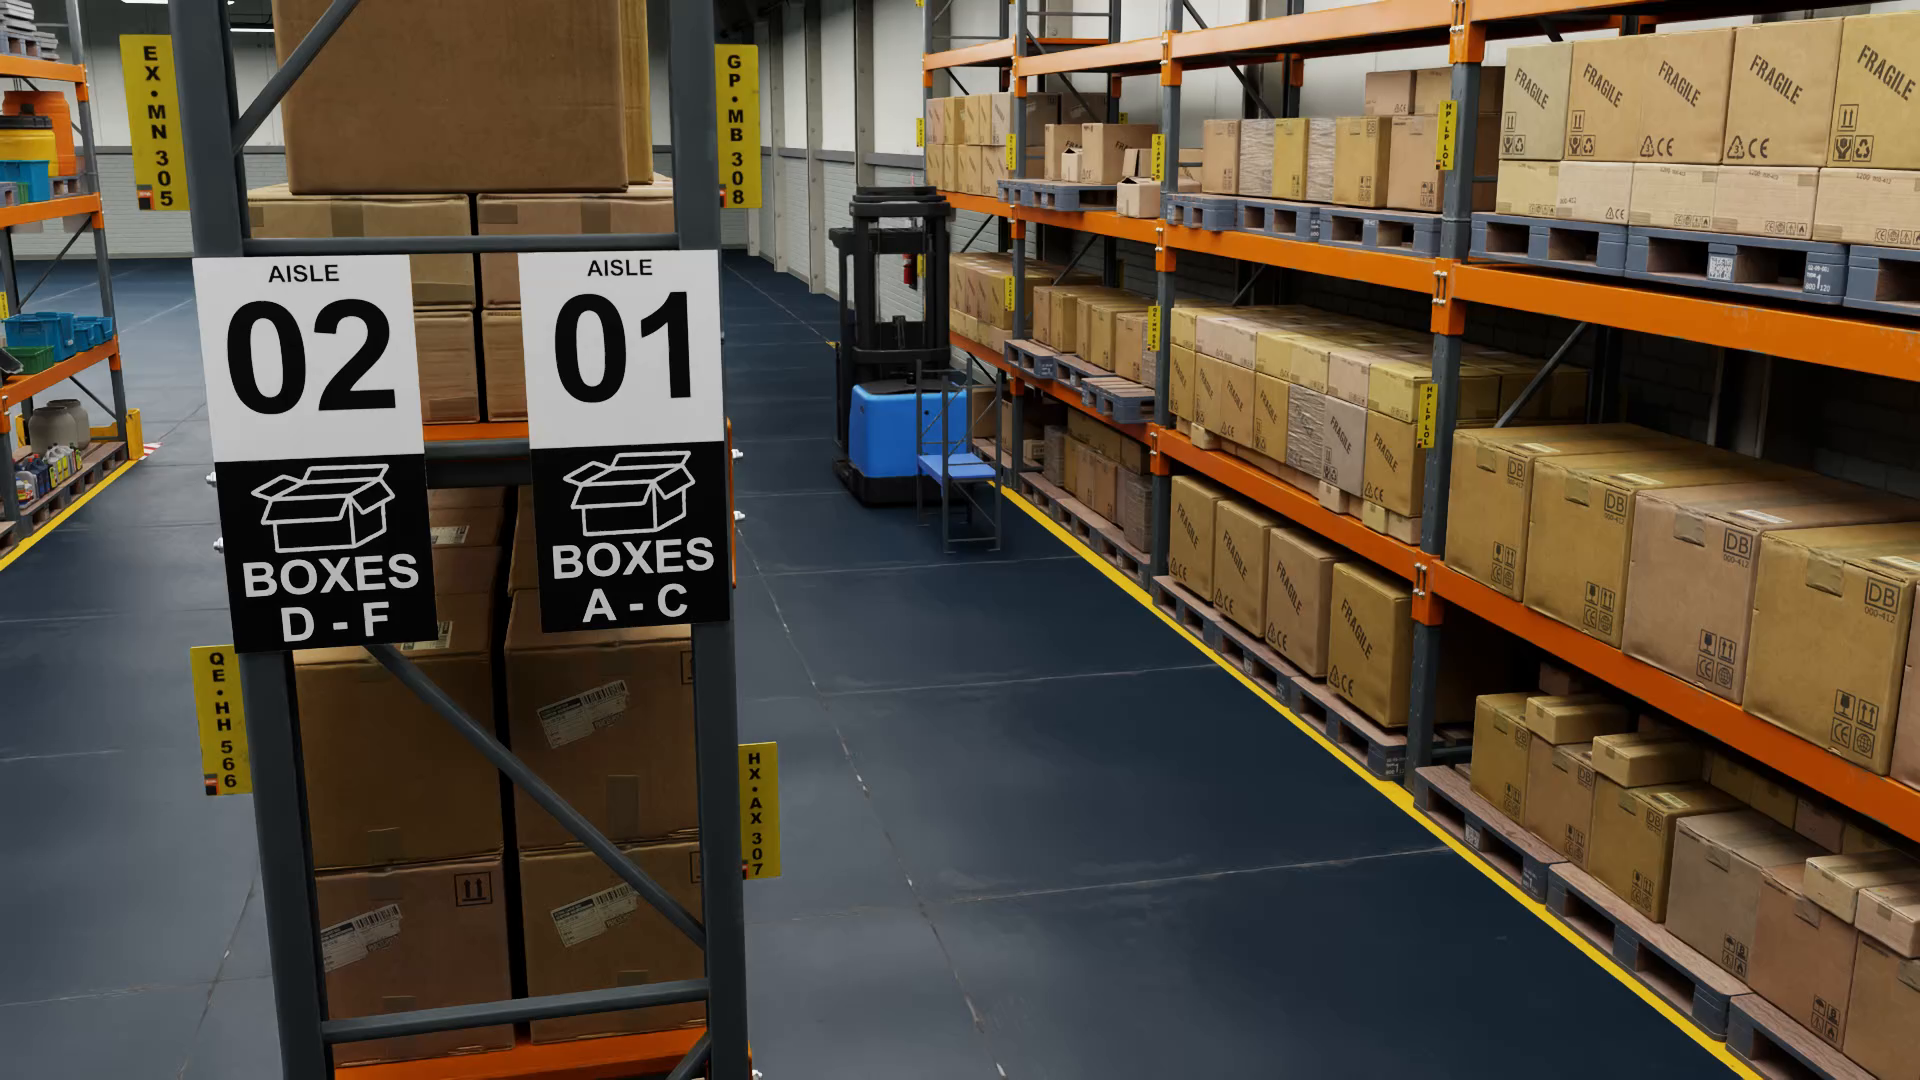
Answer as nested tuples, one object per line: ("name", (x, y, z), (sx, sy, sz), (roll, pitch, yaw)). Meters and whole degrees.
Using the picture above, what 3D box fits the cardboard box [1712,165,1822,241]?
("cardboard box", (3.146, -1.242, 6.090), (0.500, 0.250, 0.500), (-4, 14, -15))

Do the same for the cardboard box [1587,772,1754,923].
("cardboard box", (3.196, 1.289, 7.212), (0.700, 0.500, 0.500), (-3, 14, -12))

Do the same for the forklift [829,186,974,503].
("forklift", (-0.702, -2.073, 16.737), (1.130, 2.935, 3.031), (-3, 14, -13))

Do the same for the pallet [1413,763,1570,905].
("pallet", (2.990, 1.401, 8.250), (1.003, 0.211, 1.213), (-3, 14, -13))

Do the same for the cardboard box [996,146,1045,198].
("cardboard box", (0.649, -3.598, 16.261), (0.500, 0.500, 0.500), (-3, 14, -12))

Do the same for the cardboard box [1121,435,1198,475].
("cardboard box", (1.655, -0.719, 13.808), (0.500, 0.250, 0.500), (-3, 14, -12))

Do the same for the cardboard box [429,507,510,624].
("cardboard box", (-1.605, 0.208, 4.936), (0.500, 0.500, 0.500), (-3, 14, -12))

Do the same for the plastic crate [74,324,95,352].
("plastic crate", (-9.006, -2.029, 16.724), (0.499, 0.251, 0.408), (-3, 14, -13))

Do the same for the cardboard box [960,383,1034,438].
("cardboard box", (0.402, -1.433, 18.314), (0.700, 0.500, 0.500), (-4, 14, -17))

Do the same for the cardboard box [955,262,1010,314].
("cardboard box", (0.243, -2.724, 17.950), (0.500, 0.500, 0.500), (-3, 14, -11))

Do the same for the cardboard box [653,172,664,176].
("cardboard box", (-1.203, -1.041, 5.308), (0.500, 0.250, 0.500), (-3, 14, -13))

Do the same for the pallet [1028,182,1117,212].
("pallet", (1.297, -2.958, 14.289), (1.213, 0.211, 1.003), (-3, 14, -13))

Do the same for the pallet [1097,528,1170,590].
("pallet", (1.766, 0.118, 13.501), (1.003, 0.211, 1.213), (-3, 14, -13))

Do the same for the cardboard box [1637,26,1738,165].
("cardboard box", (3.030, -1.723, 6.479), (0.500, 0.500, 0.500), (-3, 14, -13))

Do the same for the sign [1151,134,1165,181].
("sign", (1.420, -2.735, 11.892), (0.100, 0.325, 0.005), (-3, 14, -13))

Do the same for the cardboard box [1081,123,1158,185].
("cardboard box", (1.349, -3.274, 14.092), (0.500, 0.500, 0.500), (-4, 14, -15))

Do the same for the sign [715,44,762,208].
("sign", (-0.460, -0.846, 3.408), (0.100, 0.325, 0.005), (-3, 14, -13))

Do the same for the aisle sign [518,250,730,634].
("aisle sign", (-0.686, -0.198, 3.438), (0.394, 0.787, 0.004), (-3, 14, -13))

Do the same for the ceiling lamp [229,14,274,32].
("ceiling lamp", (-17.020, -13.883, 39.990), (2.000, 3.185, 0.800), (-3, 14, -13))

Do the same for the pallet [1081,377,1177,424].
("pallet", (1.677, -1.122, 13.103), (1.213, 0.211, 1.003), (-3, 14, -13))

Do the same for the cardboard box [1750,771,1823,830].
("cardboard box", (3.489, 1.054, 6.810), (0.380, 0.149, 0.250), (-3, 14, -13))

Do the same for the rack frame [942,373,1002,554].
("rack frame", (0.099, -0.631, 13.850), (0.500, 1.500, 0.032), (-3, 14, -13))

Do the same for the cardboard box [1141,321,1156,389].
("cardboard box", (1.828, -1.427, 12.809), (0.700, 0.500, 0.500), (-5, 15, -20))

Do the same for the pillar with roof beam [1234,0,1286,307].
("pillar with roof beam", (-1.701, -4.079, 12.162), (9.100, 9.000, 0.400), (-3, 14, -13))

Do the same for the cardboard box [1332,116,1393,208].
("cardboard box", (2.594, -2.187, 9.601), (0.700, 0.500, 0.500), (-4, 14, -14))

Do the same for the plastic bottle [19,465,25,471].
("plastic bottle", (-8.559, -0.552, 15.186), (0.097, 0.271, 0.097), (0, 14, 0))

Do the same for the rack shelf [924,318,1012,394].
("rack shelf", (0.539, -2.091, 18.183), (1.077, 0.370, 4.000), (-3, 14, -13))

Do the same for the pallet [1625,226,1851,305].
("pallet", (3.352, -1.078, 6.384), (1.003, 0.211, 1.213), (-3, 14, -13))

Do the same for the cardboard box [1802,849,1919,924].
("cardboard box", (3.297, 1.250, 6.006), (0.380, 0.149, 0.250), (-3, 14, -12))

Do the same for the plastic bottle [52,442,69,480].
("plastic bottle", (-8.596, -0.748, 15.823), (0.144, 0.351, 0.185), (-3, 14, -11))

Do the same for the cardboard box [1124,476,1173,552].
("cardboard box", (1.728, -0.219, 13.344), (0.700, 0.500, 0.500), (-3, 14, -12))

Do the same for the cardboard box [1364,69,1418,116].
("cardboard box", (2.664, -2.554, 9.524), (0.500, 0.250, 0.500), (-4, 14, -15))

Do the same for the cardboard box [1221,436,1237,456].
("cardboard box", (2.010, -0.680, 11.376), (0.380, 0.149, 0.250), (-3, 14, -14))

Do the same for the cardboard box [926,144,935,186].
("cardboard box", (-0.095, -4.327, 19.243), (0.500, 0.500, 0.500), (-3, 14, -12))

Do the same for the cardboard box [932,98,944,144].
("cardboard box", (-0.008, -4.682, 18.592), (0.500, 0.500, 0.500), (-3, 14, -14))

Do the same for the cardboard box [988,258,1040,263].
("cardboard box", (0.621, -2.871, 18.551), (0.500, 0.500, 0.500), (-4, 14, -15))

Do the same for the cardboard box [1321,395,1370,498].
("cardboard box", (2.404, -0.546, 9.463), (0.500, 0.500, 0.500), (-3, 14, -13))

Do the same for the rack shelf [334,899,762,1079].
("rack shelf", (-1.457, 0.954, 5.718), (1.077, 0.370, 4.000), (-3, 14, -13))

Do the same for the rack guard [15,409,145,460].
("rack guard", (-9.497, -1.121, 17.961), (1.175, 0.500, 0.348), (-3, 14, -13))

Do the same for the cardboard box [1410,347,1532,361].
("cardboard box", (2.903, -0.942, 9.502), (0.500, 0.250, 0.500), (-3, 14, -13))

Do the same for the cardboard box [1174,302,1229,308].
("cardboard box", (1.838, -1.712, 12.610), (0.380, 0.149, 0.250), (-5, 15, -21))

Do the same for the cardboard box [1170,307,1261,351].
("cardboard box", (1.811, -1.498, 11.778), (0.500, 0.250, 0.500), (-3, 14, -12))

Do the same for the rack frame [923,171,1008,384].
("rack frame", (0.069, -2.902, 19.986), (1.000, 3.000, 0.127), (-3, 14, -13))

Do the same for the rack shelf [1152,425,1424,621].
("rack shelf", (2.418, -0.246, 10.629), (1.077, 0.370, 4.000), (-3, 14, -13))

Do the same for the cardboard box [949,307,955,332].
("cardboard box", (0.125, -2.472, 18.498), (0.500, 0.250, 0.500), (-4, 14, -14))

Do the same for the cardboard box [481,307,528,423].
("cardboard box", (-0.861, -0.451, 3.949), (0.500, 0.250, 0.500), (-3, 14, -13))

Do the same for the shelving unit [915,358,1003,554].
("shelving unit", (-0.020, -0.748, 14.330), (0.538, 1.500, 1.048), (-3, 14, -13))

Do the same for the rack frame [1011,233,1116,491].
("rack frame", (1.008, -1.979, 16.209), (1.000, 3.000, 0.127), (-3, 14, -13))

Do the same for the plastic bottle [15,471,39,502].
("plastic bottle", (-8.373, -0.489, 14.919), (0.152, 0.276, 0.135), (-3, 14, -11))

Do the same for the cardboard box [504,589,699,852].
("cardboard box", (-0.835, 0.415, 4.093), (0.500, 0.500, 0.500), (-3, 14, -11))

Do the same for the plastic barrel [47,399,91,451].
("plastic barrel", (-9.332, -1.198, 17.367), (0.421, 0.512, 0.421), (0, 14, 0))

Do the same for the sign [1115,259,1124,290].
("sign", (1.547, -2.574, 16.201), (0.100, 0.325, 0.005), (-3, 14, -13))

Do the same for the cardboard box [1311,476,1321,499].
("cardboard box", (2.321, -0.321, 9.906), (0.380, 0.149, 0.250), (-3, 14, -13))

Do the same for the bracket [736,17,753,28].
("bracket", (-5.614, -13.663, 43.805), (0.076, 0.066, 4.783), (-3, 14, -13))
